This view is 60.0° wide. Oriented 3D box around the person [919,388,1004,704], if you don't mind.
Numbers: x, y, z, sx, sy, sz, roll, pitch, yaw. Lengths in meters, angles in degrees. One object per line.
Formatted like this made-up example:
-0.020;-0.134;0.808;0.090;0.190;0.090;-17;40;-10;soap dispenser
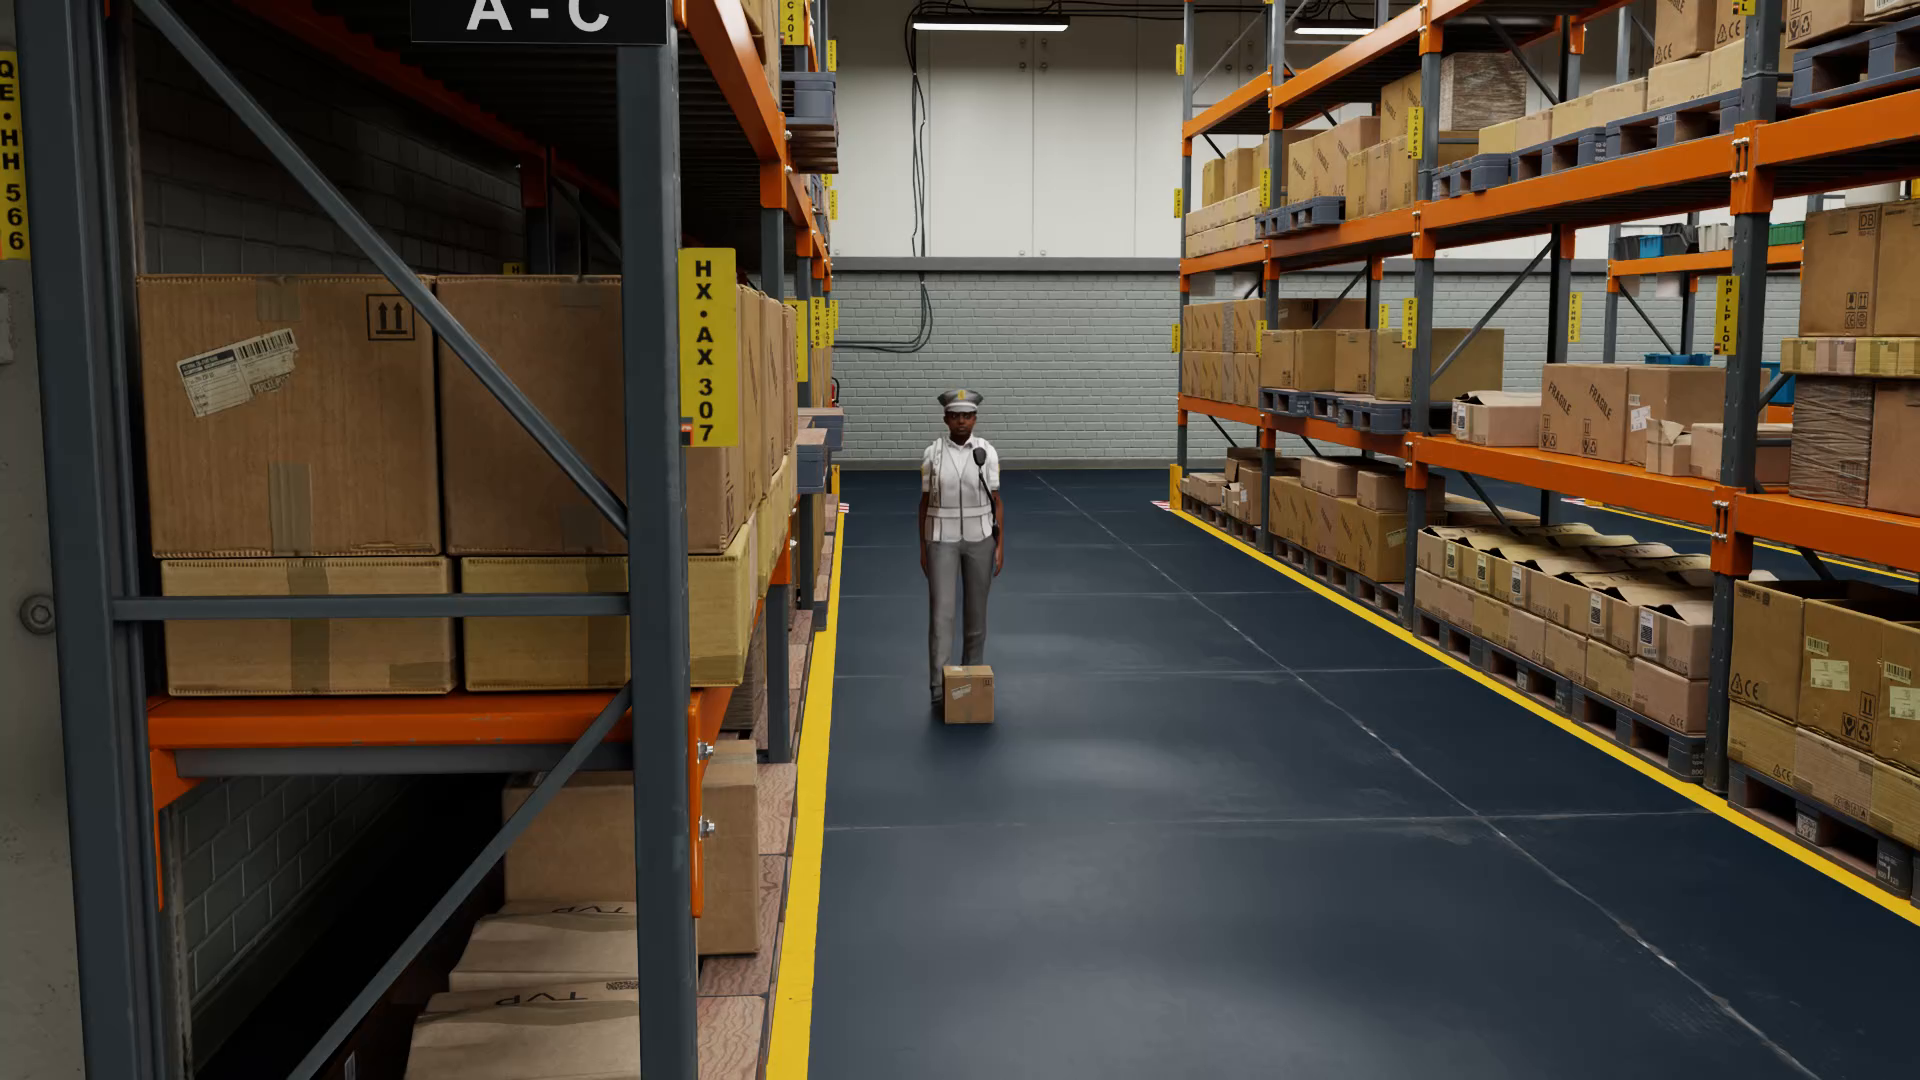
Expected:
0.014;0.036;8.876;0.455;1.688;0.616;-1;7;-4;person
